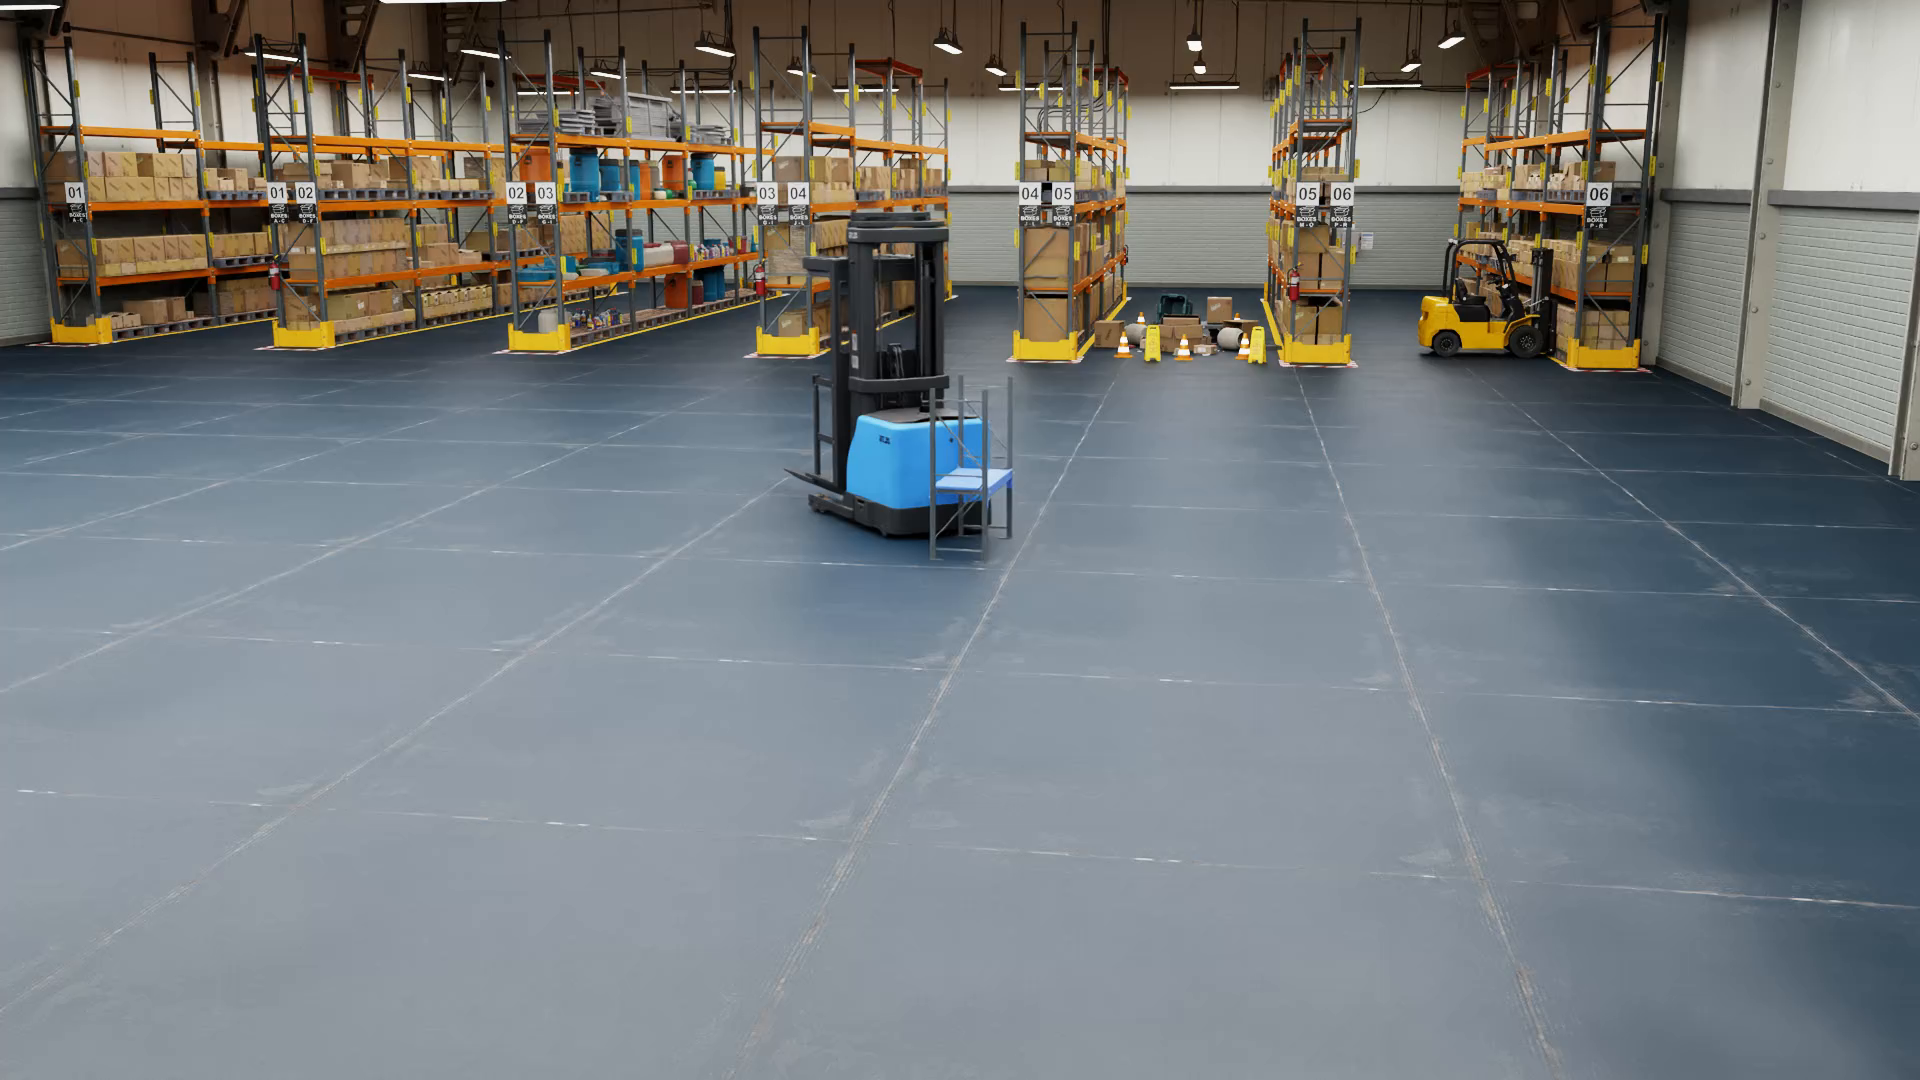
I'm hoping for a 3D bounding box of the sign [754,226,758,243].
[{"bbox_3d":[-3.845,-5.766,31.389,0.100,0.325,0.005,2,12,9],"label":"sign"}]

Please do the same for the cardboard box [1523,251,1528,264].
[{"bbox_3d":[11.992,-5.870,34.539,0.500,0.250,0.500,2,12,10],"label":"cardboard box"}]

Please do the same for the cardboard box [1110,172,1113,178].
[{"bbox_3d":[3.716,-9.225,42.039,0.380,0.149,0.250,2,12,8],"label":"cardboard box"}]

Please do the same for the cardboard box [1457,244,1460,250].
[{"bbox_3d":[13.523,-7.860,44.250,0.500,0.250,0.500,2,12,9],"label":"cardboard box"}]

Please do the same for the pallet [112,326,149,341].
[{"bbox_3d":[-17.811,-4.326,34.822,1.003,0.211,1.213,2,12,9],"label":"pallet"}]

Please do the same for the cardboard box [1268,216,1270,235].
[{"bbox_3d":[8.598,-8.480,44.869,0.500,0.500,0.500,2,12,7],"label":"cardboard box"}]

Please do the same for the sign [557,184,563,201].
[{"bbox_3d":[-7.650,-6.636,31.782,0.100,0.325,0.005,2,12,9],"label":"sign"}]

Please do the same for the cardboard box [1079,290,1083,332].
[{"bbox_3d":[2.035,-4.713,34.044,0.875,0.875,0.875,2,12,10],"label":"cardboard box"}]

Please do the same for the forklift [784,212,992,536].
[{"bbox_3d":[-0.856,-1.734,16.337,1.130,2.935,3.031,-7,14,-28],"label":"forklift"}]

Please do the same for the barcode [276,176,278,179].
[{"bbox_3d":[-13.517,-7.174,32.921,0.001,0.075,0.075,2,12,9],"label":"barcode"}]

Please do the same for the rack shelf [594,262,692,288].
[{"bbox_3d":[-7.271,-6.082,38.057,1.077,0.370,4.000,2,12,9],"label":"rack shelf"}]

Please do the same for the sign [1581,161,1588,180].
[{"bbox_3d":[10.864,-6.424,28.903,0.100,0.325,0.005,2,12,9],"label":"sign"}]

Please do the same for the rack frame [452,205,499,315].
[{"bbox_3d":[-11.857,-7.011,40.662,1.000,3.000,0.127,2,12,9],"label":"rack frame"}]

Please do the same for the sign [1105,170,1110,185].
[{"bbox_3d":[3.364,-8.245,37.855,0.100,0.325,0.005,2,12,9],"label":"sign"}]

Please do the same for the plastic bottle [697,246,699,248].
[{"bbox_3d":[-6.846,-7.535,43.370,0.061,0.283,0.133,2,12,9],"label":"plastic bottle"}]

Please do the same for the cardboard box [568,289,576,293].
[{"bbox_3d":[-10.840,-6.934,45.987,0.380,0.166,0.250,2,12,9],"label":"cardboard box"}]

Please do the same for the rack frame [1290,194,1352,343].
[{"bbox_3d":[6.493,-4.703,29.951,1.000,3.000,0.127,2,12,9],"label":"rack frame"}]

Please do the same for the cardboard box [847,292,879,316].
[{"bbox_3d":[-2.225,-5.426,38.198,0.700,0.500,0.500,1,12,4],"label":"cardboard box"}]

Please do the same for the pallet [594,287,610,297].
[{"bbox_3d":[-10.760,-7.131,47.839,1.003,0.211,1.213,2,12,9],"label":"pallet"}]

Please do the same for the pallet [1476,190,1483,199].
[{"bbox_3d":[13.074,-8.282,39.884,1.213,0.211,1.003,2,12,9],"label":"pallet"}]

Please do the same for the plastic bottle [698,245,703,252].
[{"bbox_3d":[-6.506,-7.204,41.674,0.144,0.351,0.185,2,12,9],"label":"plastic bottle"}]

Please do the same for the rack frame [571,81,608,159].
[{"bbox_3d":[-10.627,-11.609,47.757,1.000,3.000,0.127,2,12,9],"label":"rack frame"}]

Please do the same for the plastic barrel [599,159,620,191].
[{"bbox_3d":[-7.714,-7.841,36.205,0.600,0.901,0.708,2,12,9],"label":"plastic barrel"}]

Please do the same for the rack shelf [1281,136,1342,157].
[{"bbox_3d":[7.416,-8.337,35.233,1.077,0.370,4.000,2,12,9],"label":"rack shelf"}]

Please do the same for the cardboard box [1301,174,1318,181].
[{"bbox_3d":[6.253,-6.516,29.949,0.380,0.149,0.250,2,12,9],"label":"cardboard box"}]

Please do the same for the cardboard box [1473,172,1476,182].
[{"bbox_3d":[13.239,-9.147,41.919,0.500,0.250,0.500,2,12,10],"label":"cardboard box"}]

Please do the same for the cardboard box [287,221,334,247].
[{"bbox_3d":[-12.995,-6.136,33.287,0.700,0.500,0.500,2,12,9],"label":"cardboard box"}]

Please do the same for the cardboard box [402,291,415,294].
[{"bbox_3d":[-12.619,-5.516,37.922,0.500,0.311,0.500,2,12,10],"label":"cardboard box"}]

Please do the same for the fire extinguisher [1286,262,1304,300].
[{"bbox_3d":[6.020,-4.656,29.918,0.296,0.674,0.183,2,12,9],"label":"fire extinguisher"}]

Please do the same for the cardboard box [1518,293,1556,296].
[{"bbox_3d":[12.426,-4.987,35.909,0.875,0.625,0.625,2,12,11],"label":"cardboard box"}]

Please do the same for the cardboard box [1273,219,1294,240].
[{"bbox_3d":[7.987,-7.656,41.045,0.500,0.500,0.500,2,12,9],"label":"cardboard box"}]

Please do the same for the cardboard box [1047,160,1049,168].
[{"bbox_3d":[1.498,-7.175,31.774,0.380,0.149,0.250,2,12,8],"label":"cardboard box"}]

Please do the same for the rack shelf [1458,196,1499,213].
[{"bbox_3d":[13.551,-8.572,42.491,1.077,0.370,4.000,2,12,9],"label":"rack shelf"}]

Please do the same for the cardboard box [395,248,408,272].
[{"bbox_3d":[-12.534,-6.135,36.358,0.700,0.500,0.500,2,12,7],"label":"cardboard box"}]

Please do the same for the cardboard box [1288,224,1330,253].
[{"bbox_3d":[6.356,-5.499,30.330,0.700,0.500,0.500,2,12,7],"label":"cardboard box"}]

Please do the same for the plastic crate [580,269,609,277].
[{"bbox_3d":[-7.578,-5.542,34.471,0.530,0.136,0.437,2,12,9],"label":"plastic crate"}]

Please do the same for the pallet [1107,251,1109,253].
[{"bbox_3d":[3.170,-7.092,41.493,1.003,0.211,1.213,2,12,9],"label":"pallet"}]

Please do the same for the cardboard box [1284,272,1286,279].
[{"bbox_3d":[6.743,-5.357,33.585,0.380,0.149,0.250,2,12,8],"label":"cardboard box"}]

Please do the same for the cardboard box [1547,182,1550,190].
[{"bbox_3d":[11.644,-6.889,32.340,0.380,0.149,0.250,2,12,10],"label":"cardboard box"}]

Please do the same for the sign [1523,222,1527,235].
[{"bbox_3d":[13.792,-7.589,40.598,0.100,0.325,0.005,2,12,9],"label":"sign"}]

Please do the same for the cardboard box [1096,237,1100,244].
[{"bbox_3d":[3.080,-6.972,38.666,0.380,0.149,0.250,2,12,9],"label":"cardboard box"}]

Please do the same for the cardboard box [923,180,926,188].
[{"bbox_3d":[-1.306,-9.568,43.935,0.700,0.500,0.500,3,12,12],"label":"cardboard box"}]

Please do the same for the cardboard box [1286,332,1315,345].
[{"bbox_3d":[6.355,-3.746,31.041,0.500,0.250,0.500,2,12,8],"label":"cardboard box"}]

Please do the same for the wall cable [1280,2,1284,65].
[{"bbox_3d":[8.514,-15.419,49.771,2.355,3.000,0.029,2,12,9],"label":"wall cable"}]

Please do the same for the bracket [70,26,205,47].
[{"bbox_3d":[-17.919,-10.983,36.306,0.076,0.066,4.783,2,12,9],"label":"bracket"}]

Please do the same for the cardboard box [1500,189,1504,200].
[{"bbox_3d":[12.544,-7.820,37.654,0.500,0.250,0.500,2,12,9],"label":"cardboard box"}]

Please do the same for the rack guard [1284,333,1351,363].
[{"bbox_3d":[6.504,-3.497,30.288,1.175,0.500,0.348,2,12,9],"label":"rack guard"}]

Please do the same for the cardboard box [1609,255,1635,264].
[{"bbox_3d":[11.706,-4.971,29.418,0.380,0.149,0.250,2,12,7],"label":"cardboard box"}]

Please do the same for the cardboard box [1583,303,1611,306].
[{"bbox_3d":[11.905,-4.301,31.243,0.500,0.250,0.500,2,12,8],"label":"cardboard box"}]

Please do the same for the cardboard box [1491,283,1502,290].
[{"bbox_3d":[12.787,-6.001,39.373,0.380,0.149,0.250,2,12,11],"label":"cardboard box"}]

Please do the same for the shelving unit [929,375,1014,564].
[{"bbox_3d":[0.111,-0.648,14.697,0.538,1.500,1.048,3,13,13],"label":"shelving unit"}]

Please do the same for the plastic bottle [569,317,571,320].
[{"bbox_3d":[-8.235,-4.616,34.792,0.144,0.351,0.185,2,12,11],"label":"plastic bottle"}]
